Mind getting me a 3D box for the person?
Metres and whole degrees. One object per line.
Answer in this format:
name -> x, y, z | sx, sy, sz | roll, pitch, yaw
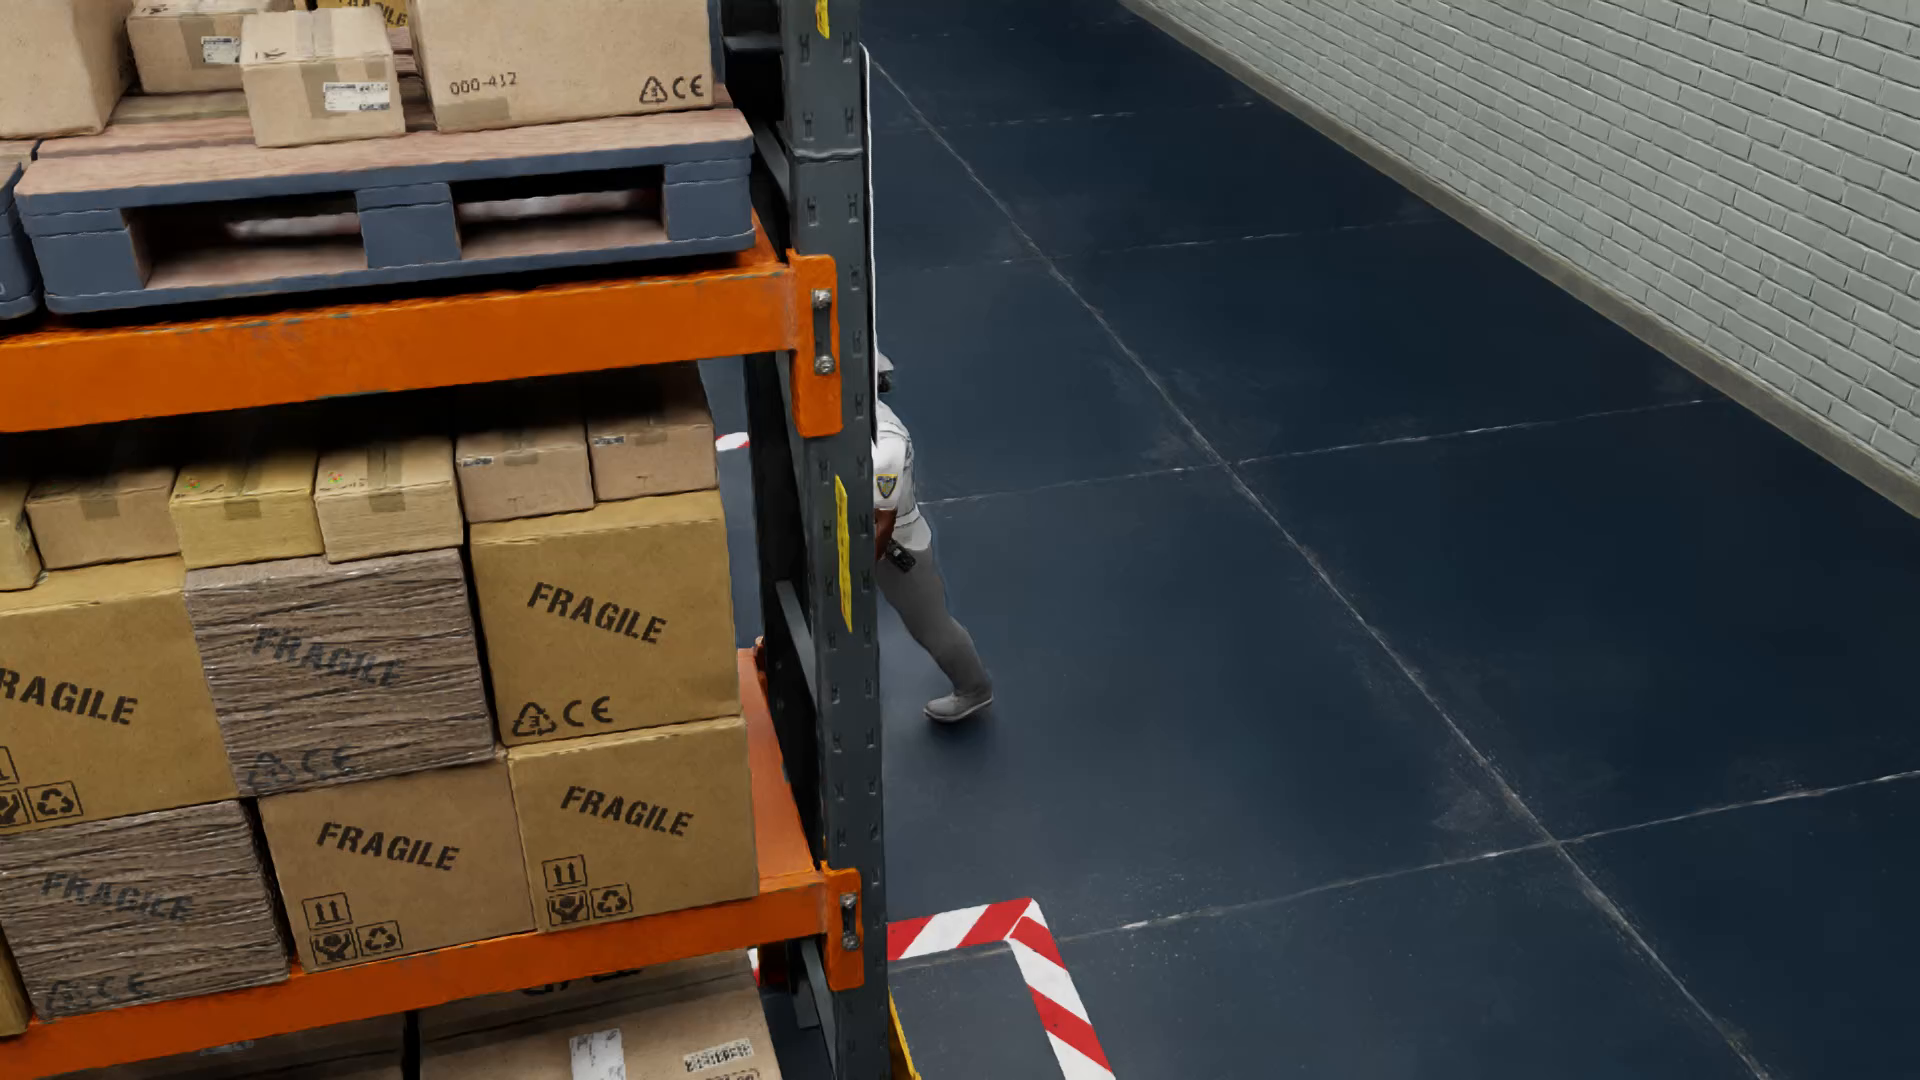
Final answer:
person -> -0.360, 0.029, 6.065 | 0.999, 1.602, 0.456 | -16, 34, -25
